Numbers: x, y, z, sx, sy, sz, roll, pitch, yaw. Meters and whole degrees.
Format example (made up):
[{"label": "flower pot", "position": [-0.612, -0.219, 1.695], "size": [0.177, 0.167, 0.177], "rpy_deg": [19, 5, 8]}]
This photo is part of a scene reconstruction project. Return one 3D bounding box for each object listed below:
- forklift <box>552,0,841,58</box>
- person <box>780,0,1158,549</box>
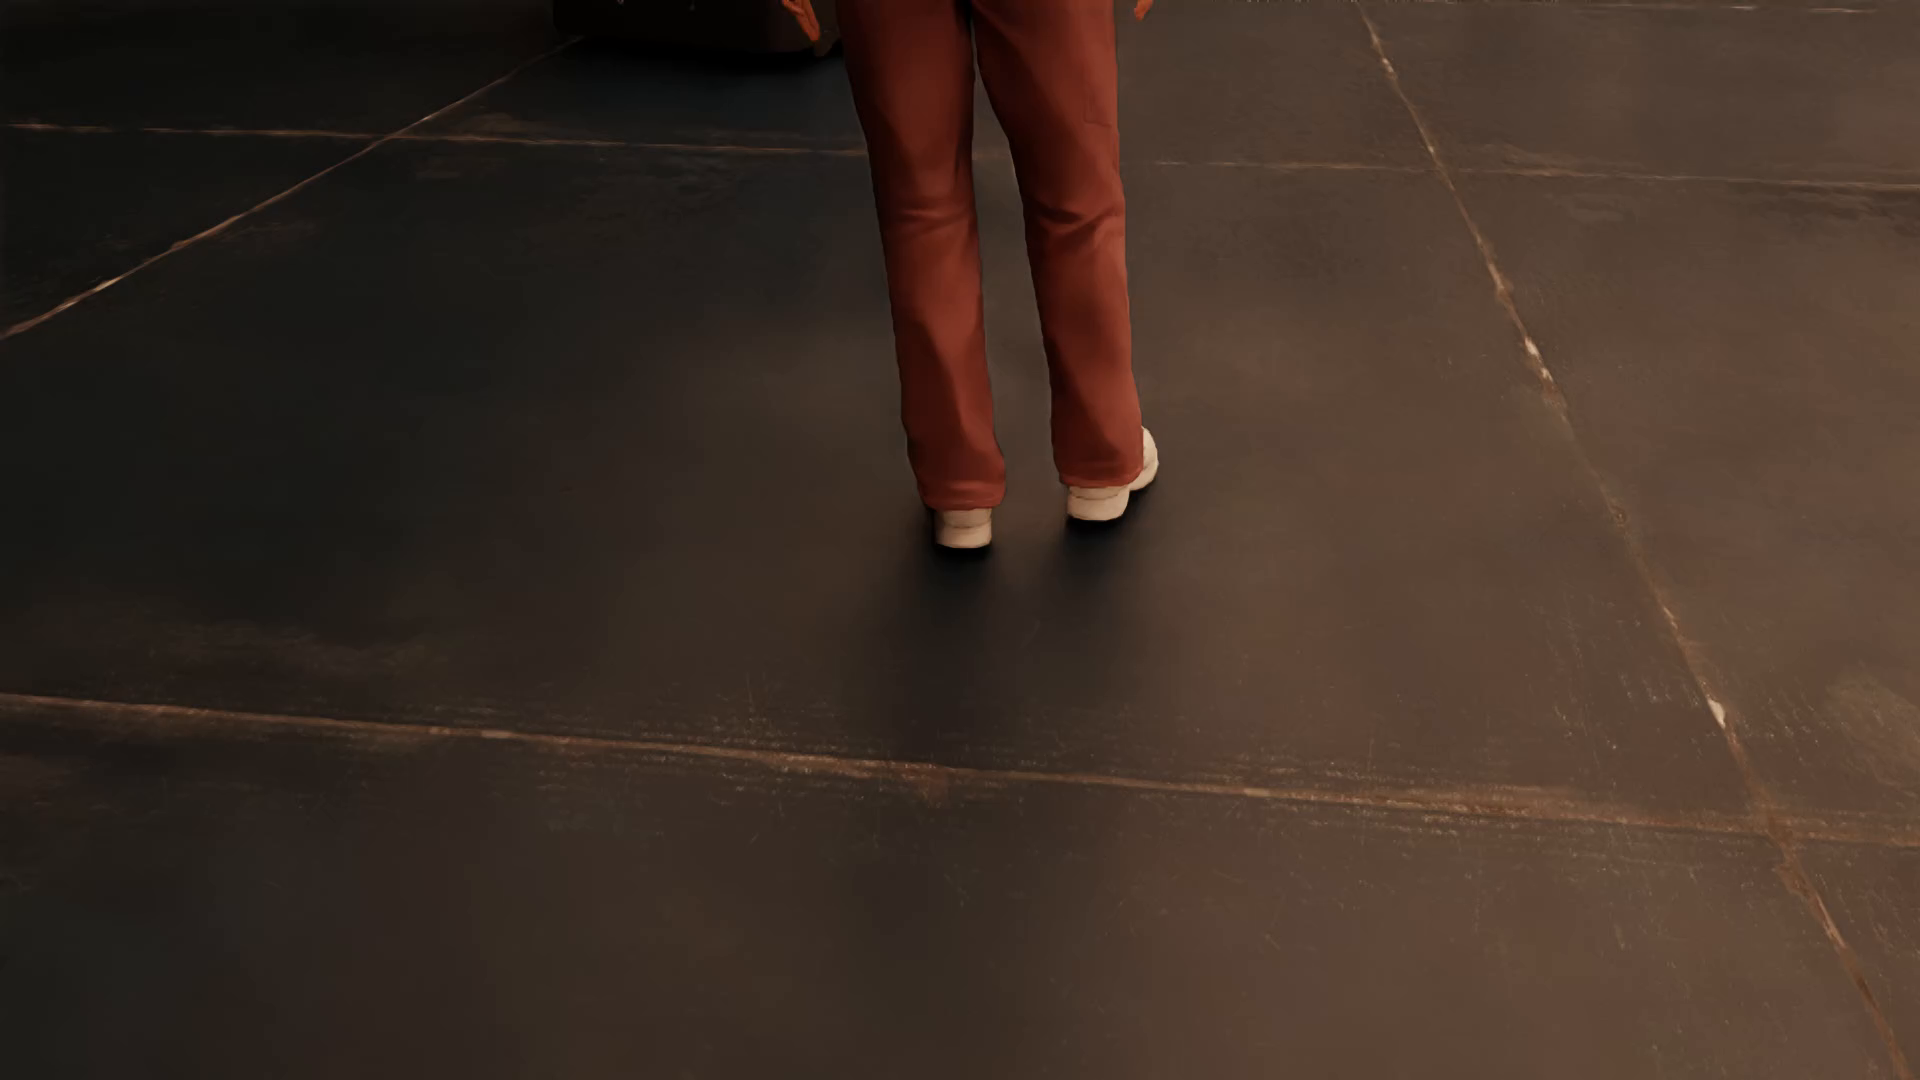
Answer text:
[{"label": "forklift", "position": [-0.355, -3.595, 6.424], "size": [1.130, 2.935, 3.031], "rpy_deg": [13, 29, 24]}, {"label": "person", "position": [0.021, -0.764, 2.199], "size": [0.554, 1.619, 0.548], "rpy_deg": [3, 27, 7]}]
